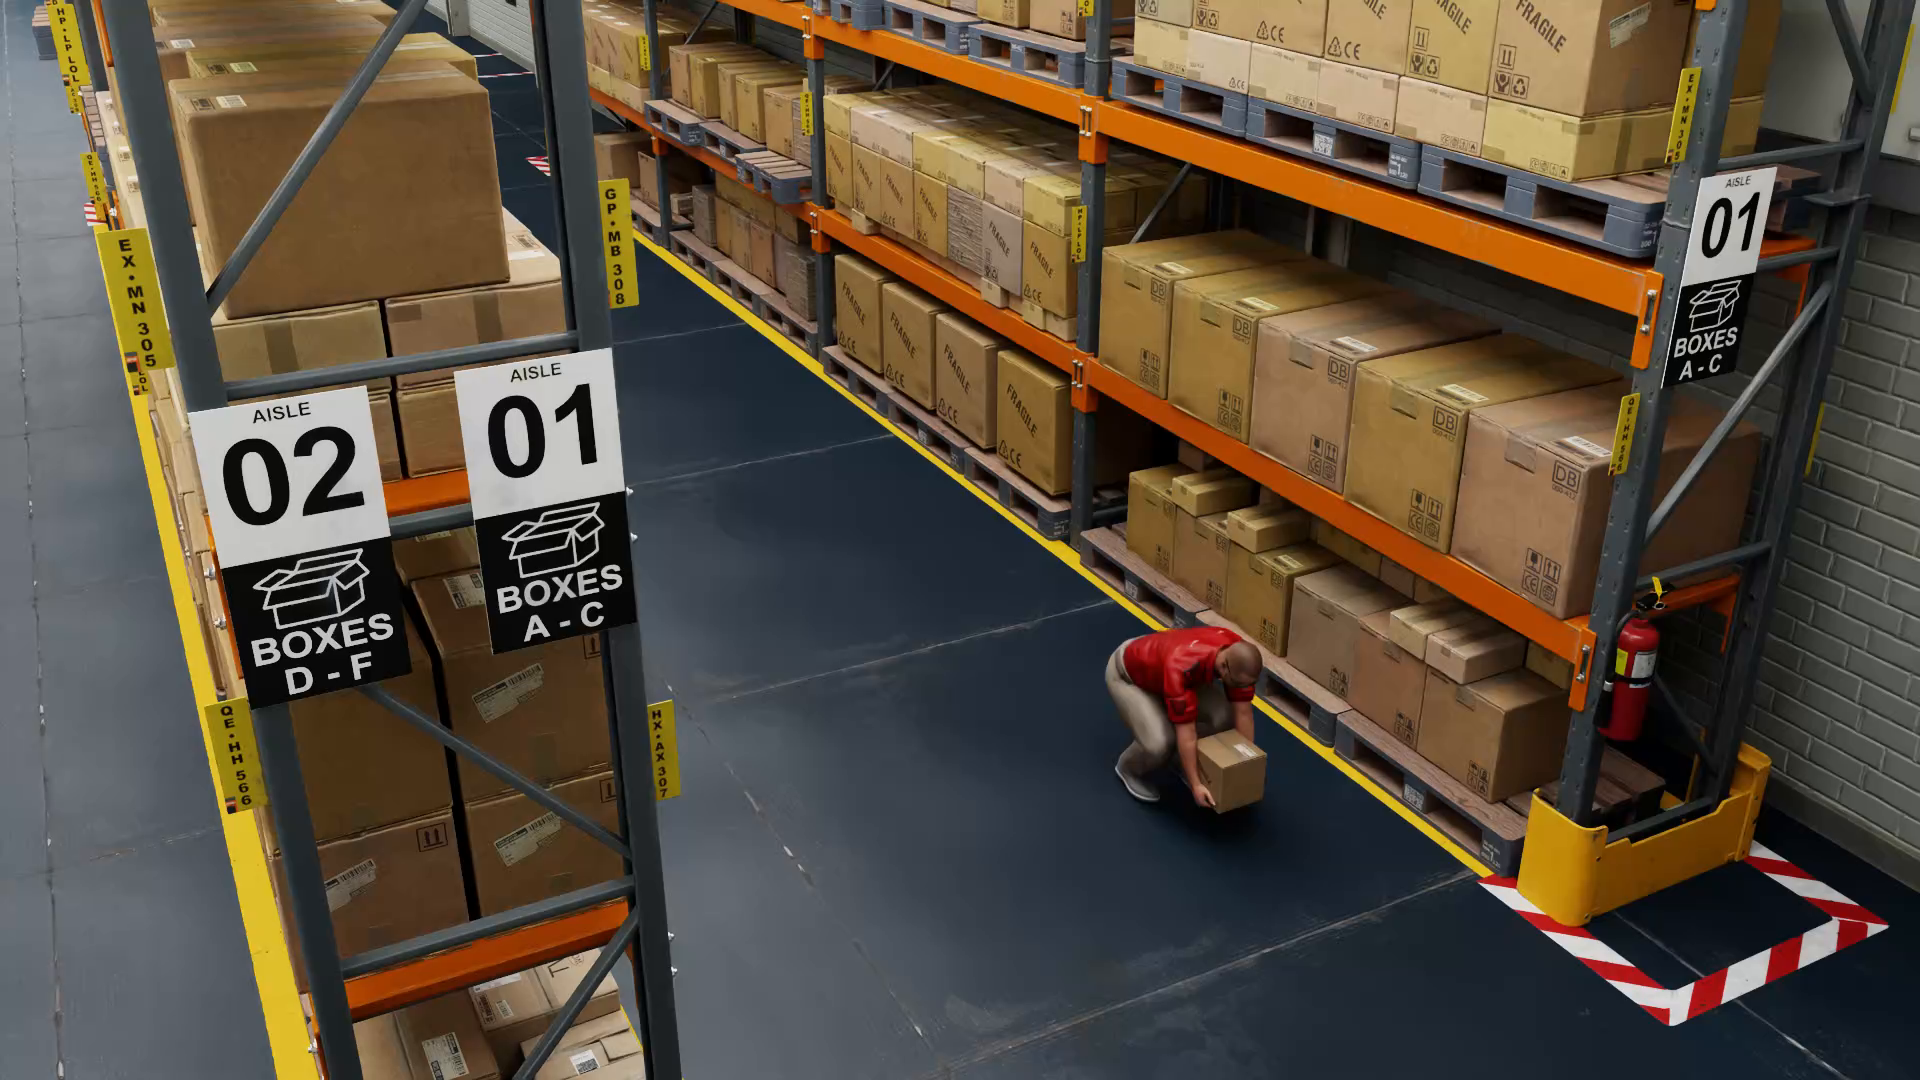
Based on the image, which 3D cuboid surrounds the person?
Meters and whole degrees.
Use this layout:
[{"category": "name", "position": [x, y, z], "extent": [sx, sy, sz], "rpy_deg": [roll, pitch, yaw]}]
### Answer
[{"category": "person", "position": [1.063, 0.790, 7.849], "extent": [0.531, 0.979, 0.891], "rpy_deg": [-14, 29, -26]}]
